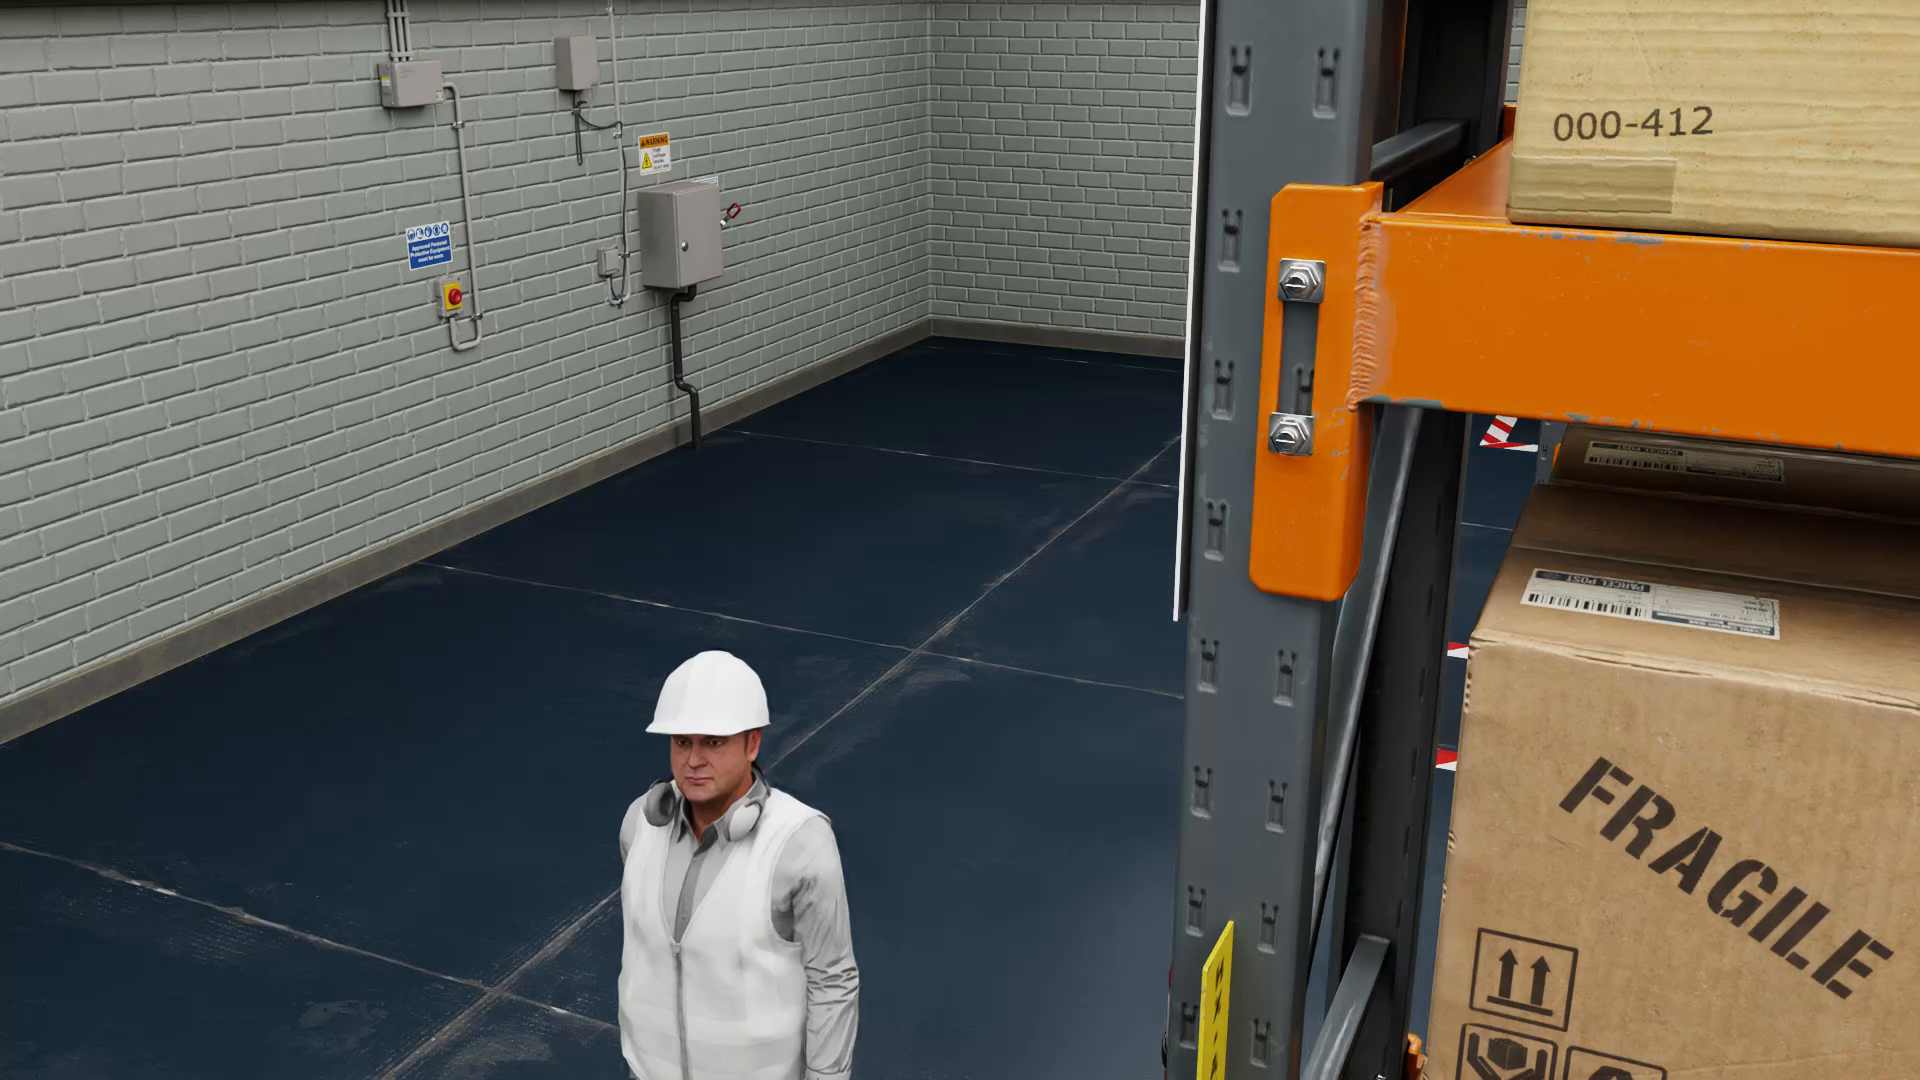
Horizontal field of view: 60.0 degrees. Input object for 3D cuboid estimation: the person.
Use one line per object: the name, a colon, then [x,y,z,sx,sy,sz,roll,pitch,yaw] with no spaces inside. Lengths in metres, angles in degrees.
person: [-0.460,1.059,3.437,0.559,1.734,0.991,6,20,16]
